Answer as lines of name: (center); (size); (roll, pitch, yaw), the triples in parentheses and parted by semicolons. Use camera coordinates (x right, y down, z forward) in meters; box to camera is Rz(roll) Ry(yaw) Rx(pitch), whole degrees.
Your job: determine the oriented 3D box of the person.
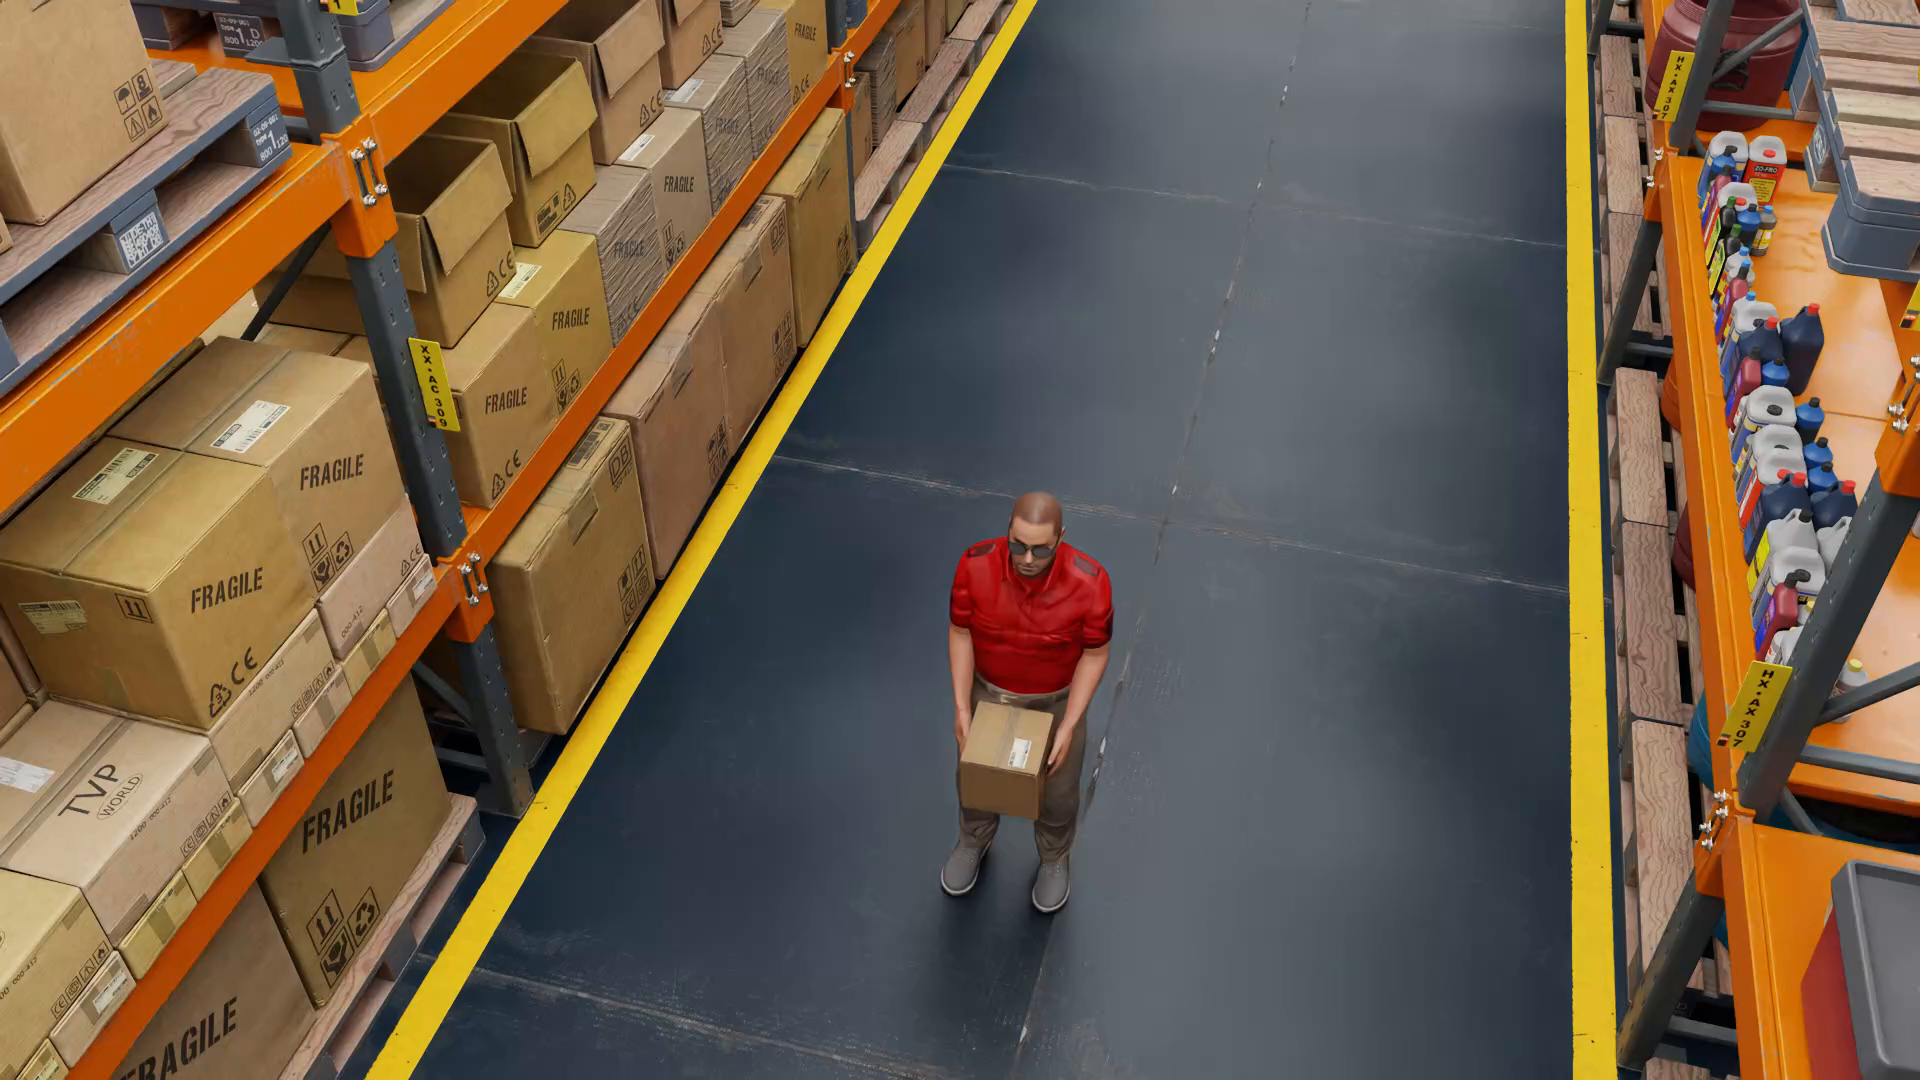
person: (0.207, 0.563, 5.510); (0.533, 1.733, 0.458); (9, 42, 11)
